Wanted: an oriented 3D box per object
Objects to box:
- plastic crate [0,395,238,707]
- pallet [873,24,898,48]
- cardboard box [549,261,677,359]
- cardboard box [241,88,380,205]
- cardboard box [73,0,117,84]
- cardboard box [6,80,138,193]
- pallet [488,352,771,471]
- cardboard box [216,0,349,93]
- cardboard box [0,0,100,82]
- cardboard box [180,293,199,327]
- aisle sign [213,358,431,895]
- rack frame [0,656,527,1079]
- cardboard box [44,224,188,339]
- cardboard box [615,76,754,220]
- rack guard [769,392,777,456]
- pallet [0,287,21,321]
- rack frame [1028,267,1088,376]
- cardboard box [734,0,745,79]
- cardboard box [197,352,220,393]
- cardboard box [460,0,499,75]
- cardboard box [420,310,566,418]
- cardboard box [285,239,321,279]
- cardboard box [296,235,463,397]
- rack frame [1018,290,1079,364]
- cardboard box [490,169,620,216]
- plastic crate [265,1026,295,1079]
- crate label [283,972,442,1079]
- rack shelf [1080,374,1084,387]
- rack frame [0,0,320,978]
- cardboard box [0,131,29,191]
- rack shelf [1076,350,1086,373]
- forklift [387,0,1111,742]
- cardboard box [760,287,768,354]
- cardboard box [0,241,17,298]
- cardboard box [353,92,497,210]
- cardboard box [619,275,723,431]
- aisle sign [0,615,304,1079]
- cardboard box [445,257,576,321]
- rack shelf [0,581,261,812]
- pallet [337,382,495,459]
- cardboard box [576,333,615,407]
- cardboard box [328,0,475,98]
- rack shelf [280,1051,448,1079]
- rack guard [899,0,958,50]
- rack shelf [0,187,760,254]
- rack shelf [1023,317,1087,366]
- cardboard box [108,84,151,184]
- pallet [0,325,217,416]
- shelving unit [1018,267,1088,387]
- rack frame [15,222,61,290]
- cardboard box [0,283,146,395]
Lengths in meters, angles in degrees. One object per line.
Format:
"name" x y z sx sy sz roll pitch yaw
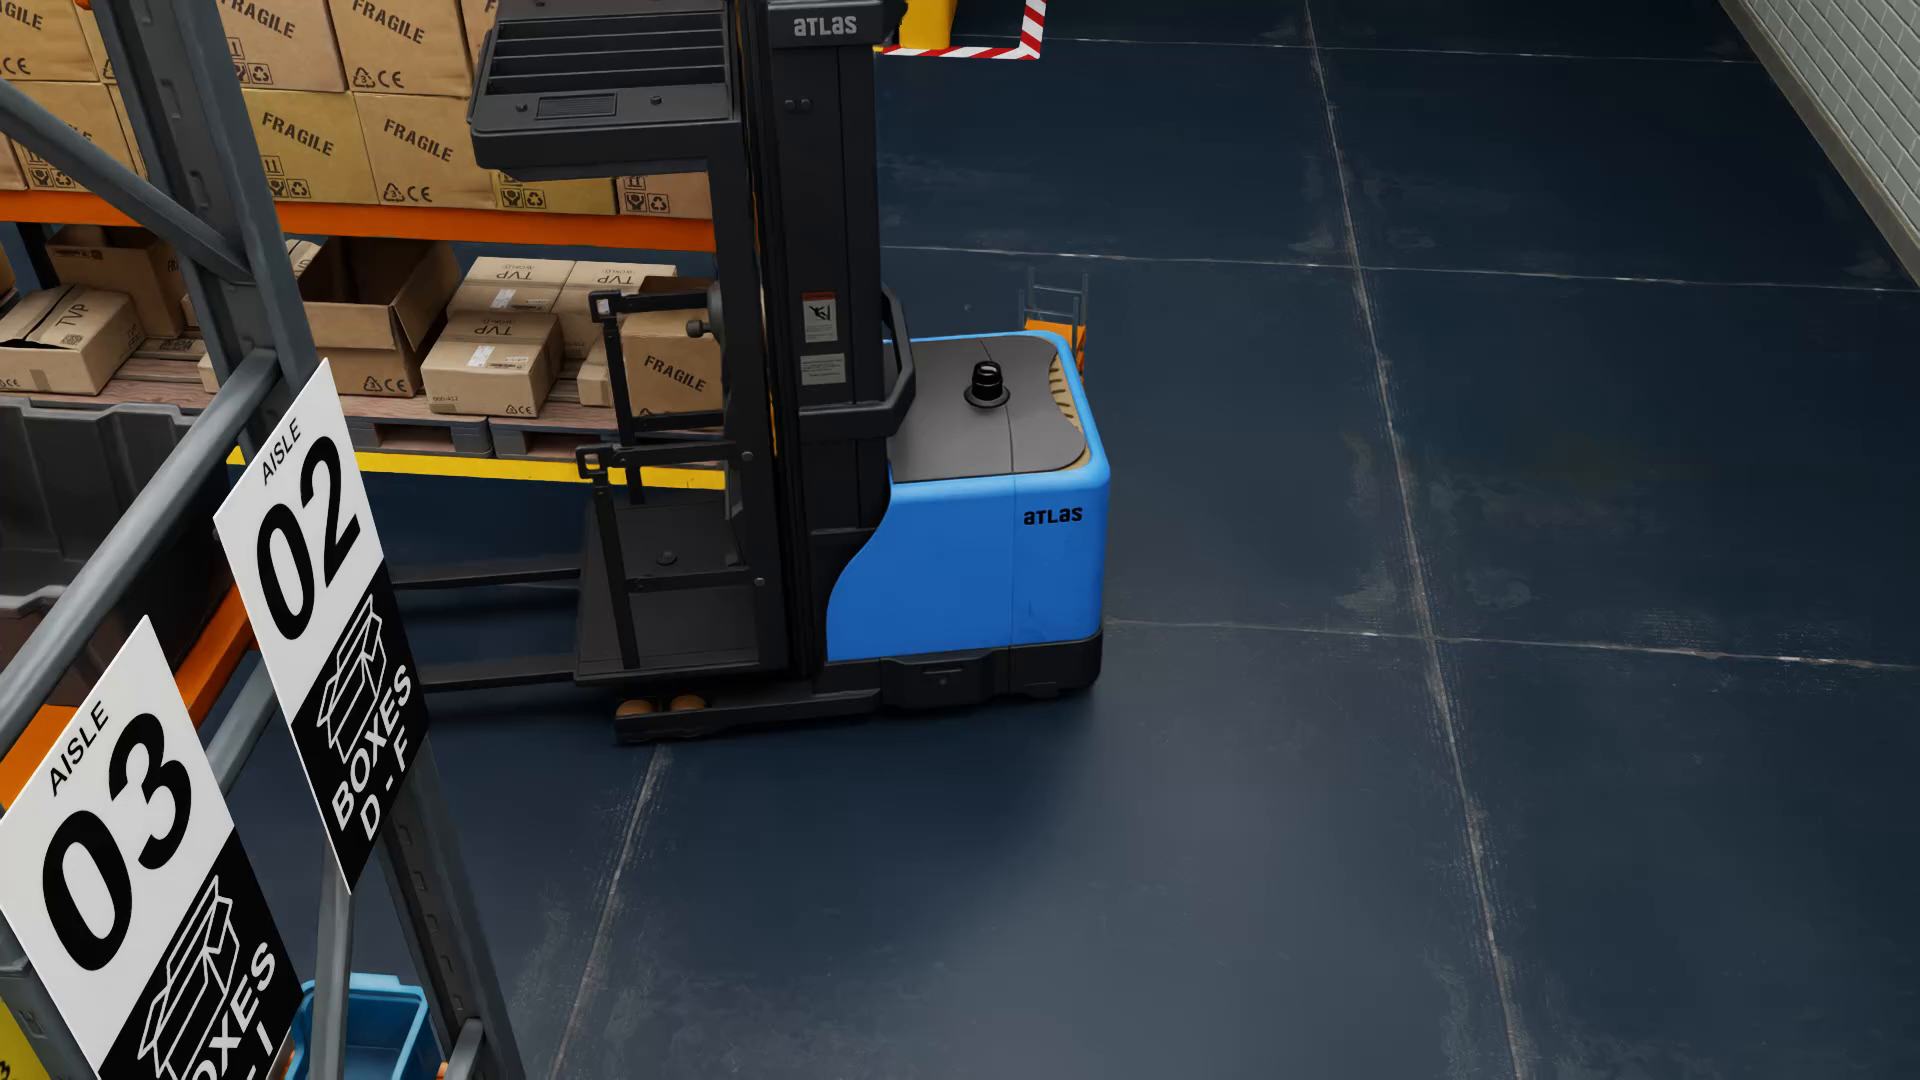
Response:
"plastic crate" -1.439 0.034 2.560 0.590 0.269 0.497 3 39 4
"pallet" -1.028 -3.801 11.752 1.213 0.211 1.003 3 39 4
"cardboard box" -1.664 -1.112 8.069 0.500 0.250 0.500 3 39 4
"cardboard box" -2.634 -1.748 6.943 0.500 0.500 0.500 3 39 3
"cardboard box" -3.162 -2.158 6.654 0.500 0.500 0.500 2 39 3
"cardboard box" -3.639 -1.804 7.011 0.500 0.500 0.500 4 39 5
"pallet" -1.518 -0.738 7.989 1.213 0.211 1.003 3 39 4
"cardboard box" -2.648 -2.130 6.620 0.500 0.500 0.500 4 39 5
"cardboard box" -3.674 -2.186 6.688 0.500 0.500 0.500 2 39 2
"cardboard box" -3.663 -1.220 8.282 0.250 0.149 0.380 3 39 4
"aisle sign" -0.982 0.152 2.628 0.004 0.787 0.394 3 39 4
"rack frame" -1.079 1.343 3.224 0.127 3.000 1.000 3 39 4
"cardboard box" -4.041 -1.339 8.150 0.500 0.500 0.500 3 39 4
"cardboard box" -1.118 -1.664 6.839 0.500 0.500 0.500 4 39 5
"rack guard" -0.724 -0.807 7.845 0.348 0.500 1.175 3 39 4
"pallet" -5.447 -0.929 8.224 1.213 0.211 1.003 3 39 4
"rack frame" 0.396 -0.614 7.054 0.240 1.200 0.006 9 40 11
"cardboard box" -1.116 -2.050 6.521 0.500 0.500 0.500 3 39 3
"cardboard box" -3.371 -0.862 7.829 0.250 0.166 0.380 3 39 4
"cardboard box" -1.619 -2.077 6.554 0.500 0.500 0.500 4 39 5
"cardboard box" -2.155 -0.822 7.713 0.500 0.250 0.500 3 39 4
"cardboard box" -3.294 -1.224 8.160 0.500 0.311 0.500 3 39 4
"cardboard box" -2.761 -1.093 7.846 0.637 0.503 0.797 3 39 4
"rack frame" 0.350 -0.502 6.916 0.240 1.200 0.006 9 40 11
"cardboard box" -1.635 -1.690 6.871 0.500 0.500 0.500 3 39 4
"plastic crate" -1.609 1.132 3.645 0.298 0.136 0.250 3 39 4
"crate label" -1.297 1.164 3.529 0.303 0.233 0.416 3 39 4
"rack shelf" 0.373 -0.617 6.938 0.258 0.103 0.180 9 40 11
"rack frame" -1.079 -0.984 1.330 0.127 3.000 1.000 3 39 4
"cardboard box" -4.149 -1.830 7.043 0.500 0.500 0.500 4 39 5
"rack shelf" 0.373 -0.710 6.862 0.258 0.103 0.180 9 40 11
"forklift" -1.007 -0.726 5.820 3.031 2.935 1.130 -5 39 -6
"cardboard box" -1.036 -1.076 8.106 0.250 0.149 0.380 3 39 4
"cardboard box" -5.094 -1.371 8.190 0.500 0.500 0.500 1 39 2
"cardboard box" -2.132 -1.721 6.909 0.500 0.500 0.500 3 39 4
"cardboard box" -1.211 -0.848 7.547 0.500 0.500 0.500 3 39 4
"aisle sign" -1.033 0.523 2.172 0.004 0.787 0.394 3 39 4
"cardboard box" -2.162 -1.139 8.103 0.500 0.250 0.500 3 39 4
"rack shelf" -3.072 0.350 2.638 4.000 0.370 1.077 3 39 4
"pallet" -2.731 -0.806 8.073 1.213 0.211 1.003 3 39 4
"cardboard box" -1.607 -0.797 7.749 0.250 0.166 0.380 3 39 4
"cardboard box" -2.136 -2.102 6.585 0.500 0.500 0.500 4 39 5
"rack shelf" -3.072 1.513 3.585 4.000 0.370 1.077 3 39 4
"rack guard" -0.201 -3.917 11.666 0.348 0.500 1.175 3 39 4
"rack shelf" -2.641 -1.602 7.412 4.000 0.370 1.077 3 39 4
"rack shelf" 0.373 -0.803 6.786 0.258 0.103 0.180 9 40 11
"cardboard box" -3.141 -1.775 6.976 0.500 0.500 0.500 3 39 4
"pallet" -3.949 -0.870 8.152 1.213 0.211 1.003 3 39 4
"shelving unit" 0.373 -0.558 6.985 0.258 1.200 0.189 9 40 11
"rack frame" -4.633 -1.990 7.319 0.127 3.000 1.000 3 39 4
"cardboard box" -4.234 -0.959 7.833 0.500 0.311 0.500 3 39 4
